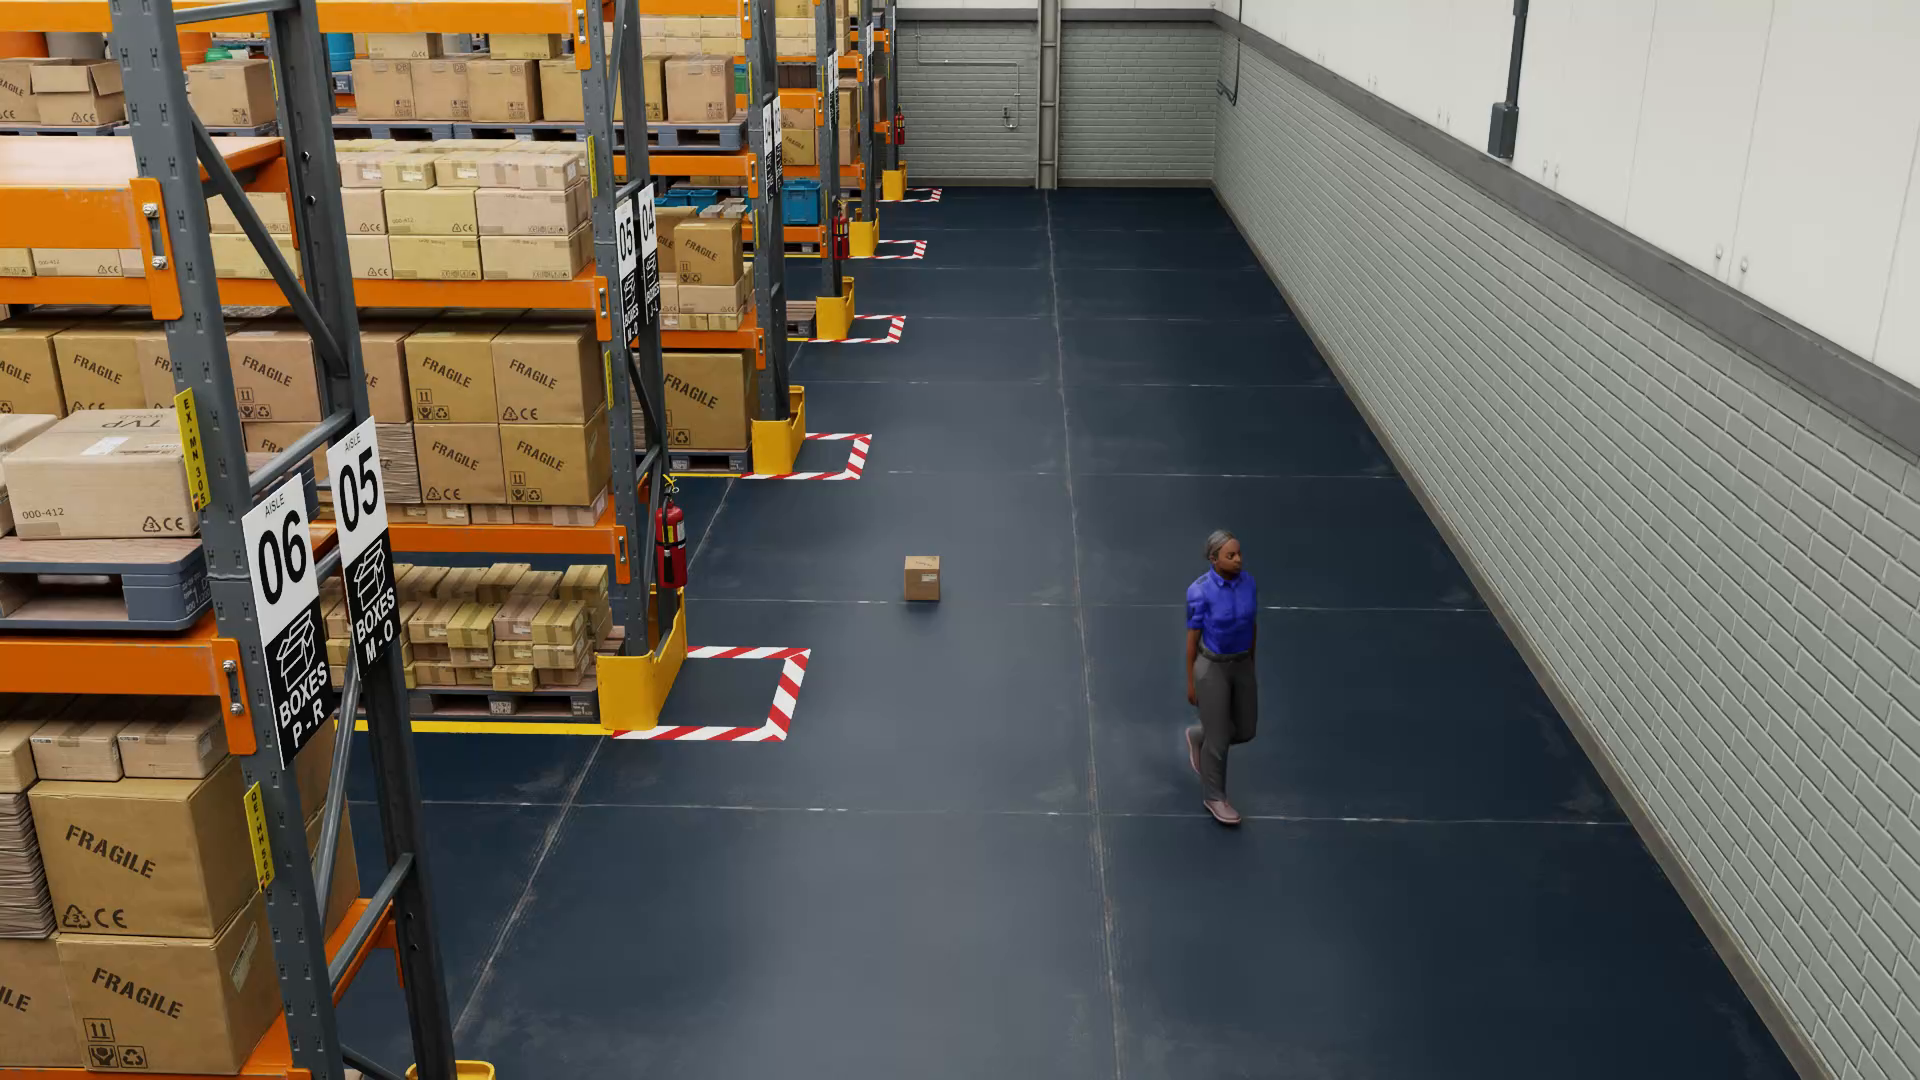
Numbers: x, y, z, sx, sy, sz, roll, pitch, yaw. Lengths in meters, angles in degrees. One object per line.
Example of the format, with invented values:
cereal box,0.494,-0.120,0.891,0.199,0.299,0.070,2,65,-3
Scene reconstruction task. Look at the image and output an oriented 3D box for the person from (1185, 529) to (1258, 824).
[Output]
person,1.429,0.706,9.196,0.449,1.636,0.653,-11,24,-27
